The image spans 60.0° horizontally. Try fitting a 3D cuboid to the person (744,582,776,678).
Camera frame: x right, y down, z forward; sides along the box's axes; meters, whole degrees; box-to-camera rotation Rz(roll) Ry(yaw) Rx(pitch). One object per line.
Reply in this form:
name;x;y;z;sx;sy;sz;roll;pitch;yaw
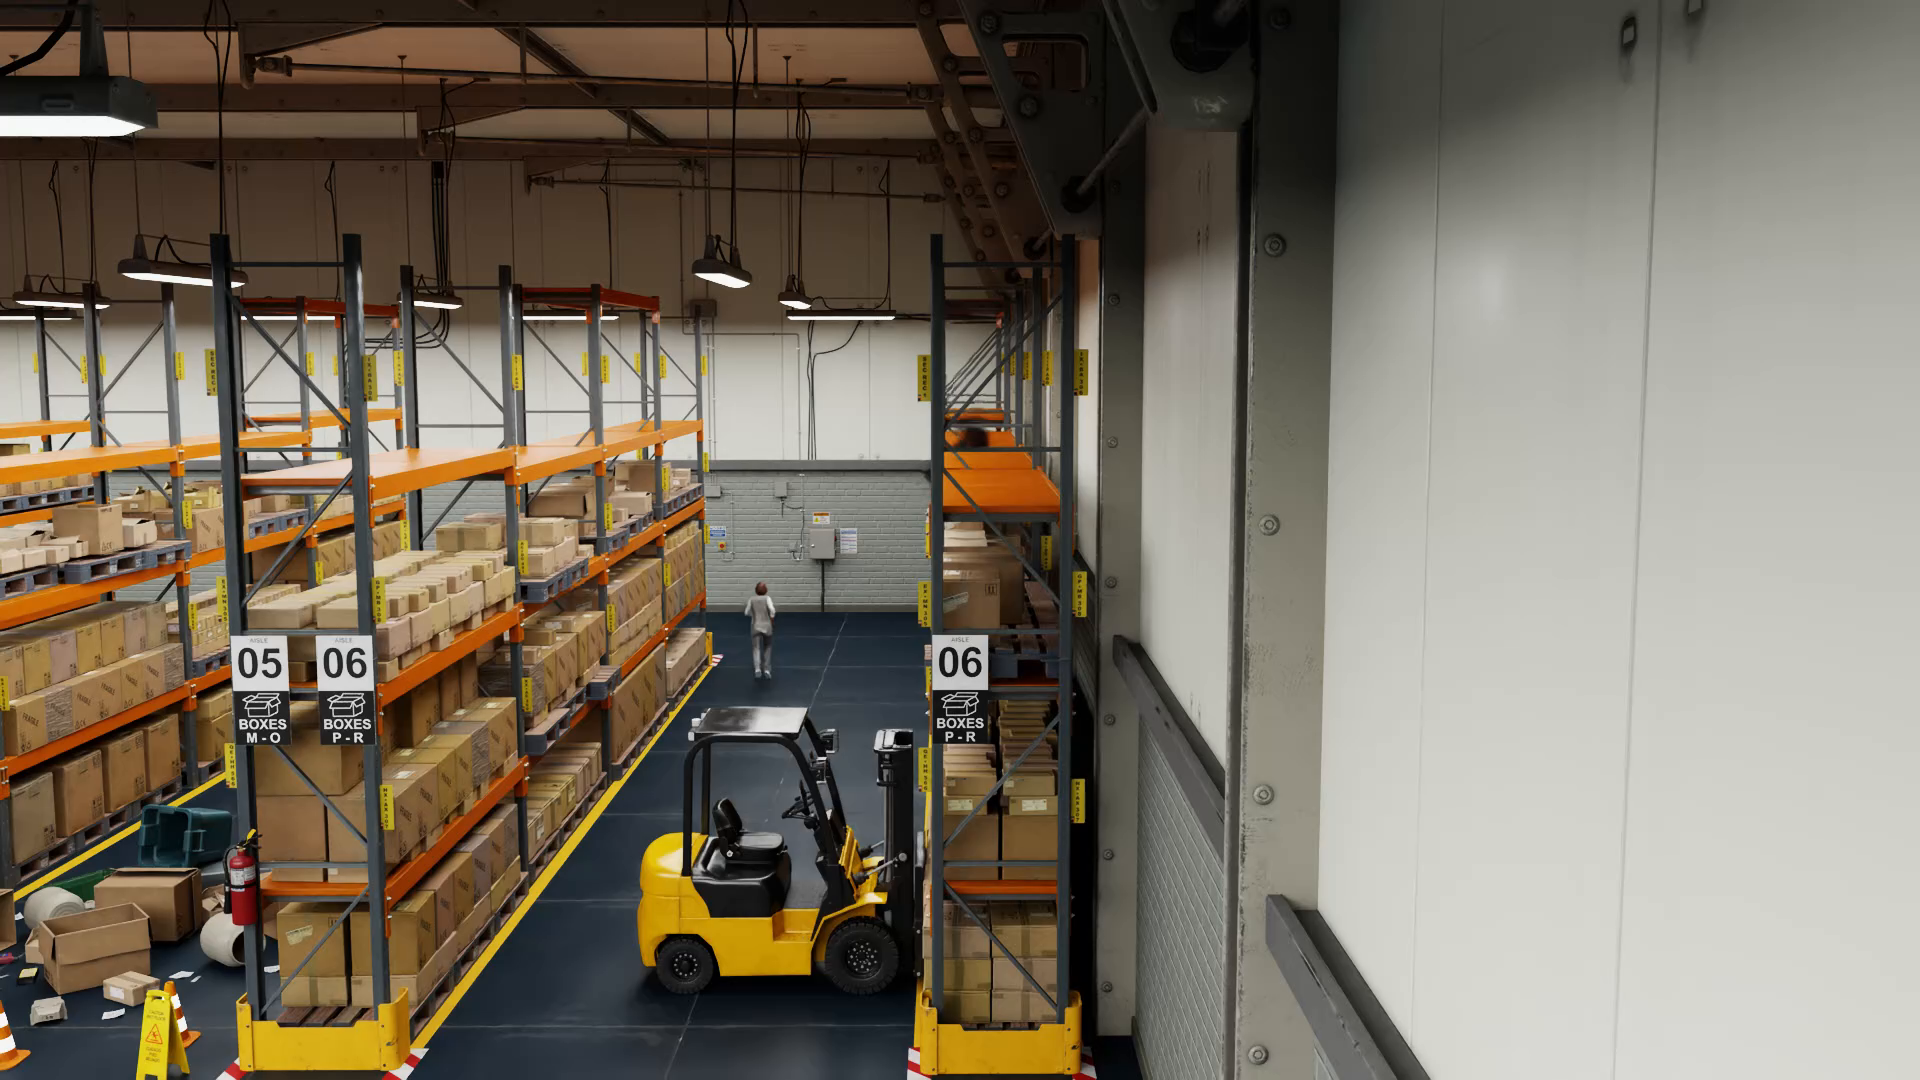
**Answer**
person;-3.167;1.480;26.352;0.505;1.603;0.988;0;6;-4
